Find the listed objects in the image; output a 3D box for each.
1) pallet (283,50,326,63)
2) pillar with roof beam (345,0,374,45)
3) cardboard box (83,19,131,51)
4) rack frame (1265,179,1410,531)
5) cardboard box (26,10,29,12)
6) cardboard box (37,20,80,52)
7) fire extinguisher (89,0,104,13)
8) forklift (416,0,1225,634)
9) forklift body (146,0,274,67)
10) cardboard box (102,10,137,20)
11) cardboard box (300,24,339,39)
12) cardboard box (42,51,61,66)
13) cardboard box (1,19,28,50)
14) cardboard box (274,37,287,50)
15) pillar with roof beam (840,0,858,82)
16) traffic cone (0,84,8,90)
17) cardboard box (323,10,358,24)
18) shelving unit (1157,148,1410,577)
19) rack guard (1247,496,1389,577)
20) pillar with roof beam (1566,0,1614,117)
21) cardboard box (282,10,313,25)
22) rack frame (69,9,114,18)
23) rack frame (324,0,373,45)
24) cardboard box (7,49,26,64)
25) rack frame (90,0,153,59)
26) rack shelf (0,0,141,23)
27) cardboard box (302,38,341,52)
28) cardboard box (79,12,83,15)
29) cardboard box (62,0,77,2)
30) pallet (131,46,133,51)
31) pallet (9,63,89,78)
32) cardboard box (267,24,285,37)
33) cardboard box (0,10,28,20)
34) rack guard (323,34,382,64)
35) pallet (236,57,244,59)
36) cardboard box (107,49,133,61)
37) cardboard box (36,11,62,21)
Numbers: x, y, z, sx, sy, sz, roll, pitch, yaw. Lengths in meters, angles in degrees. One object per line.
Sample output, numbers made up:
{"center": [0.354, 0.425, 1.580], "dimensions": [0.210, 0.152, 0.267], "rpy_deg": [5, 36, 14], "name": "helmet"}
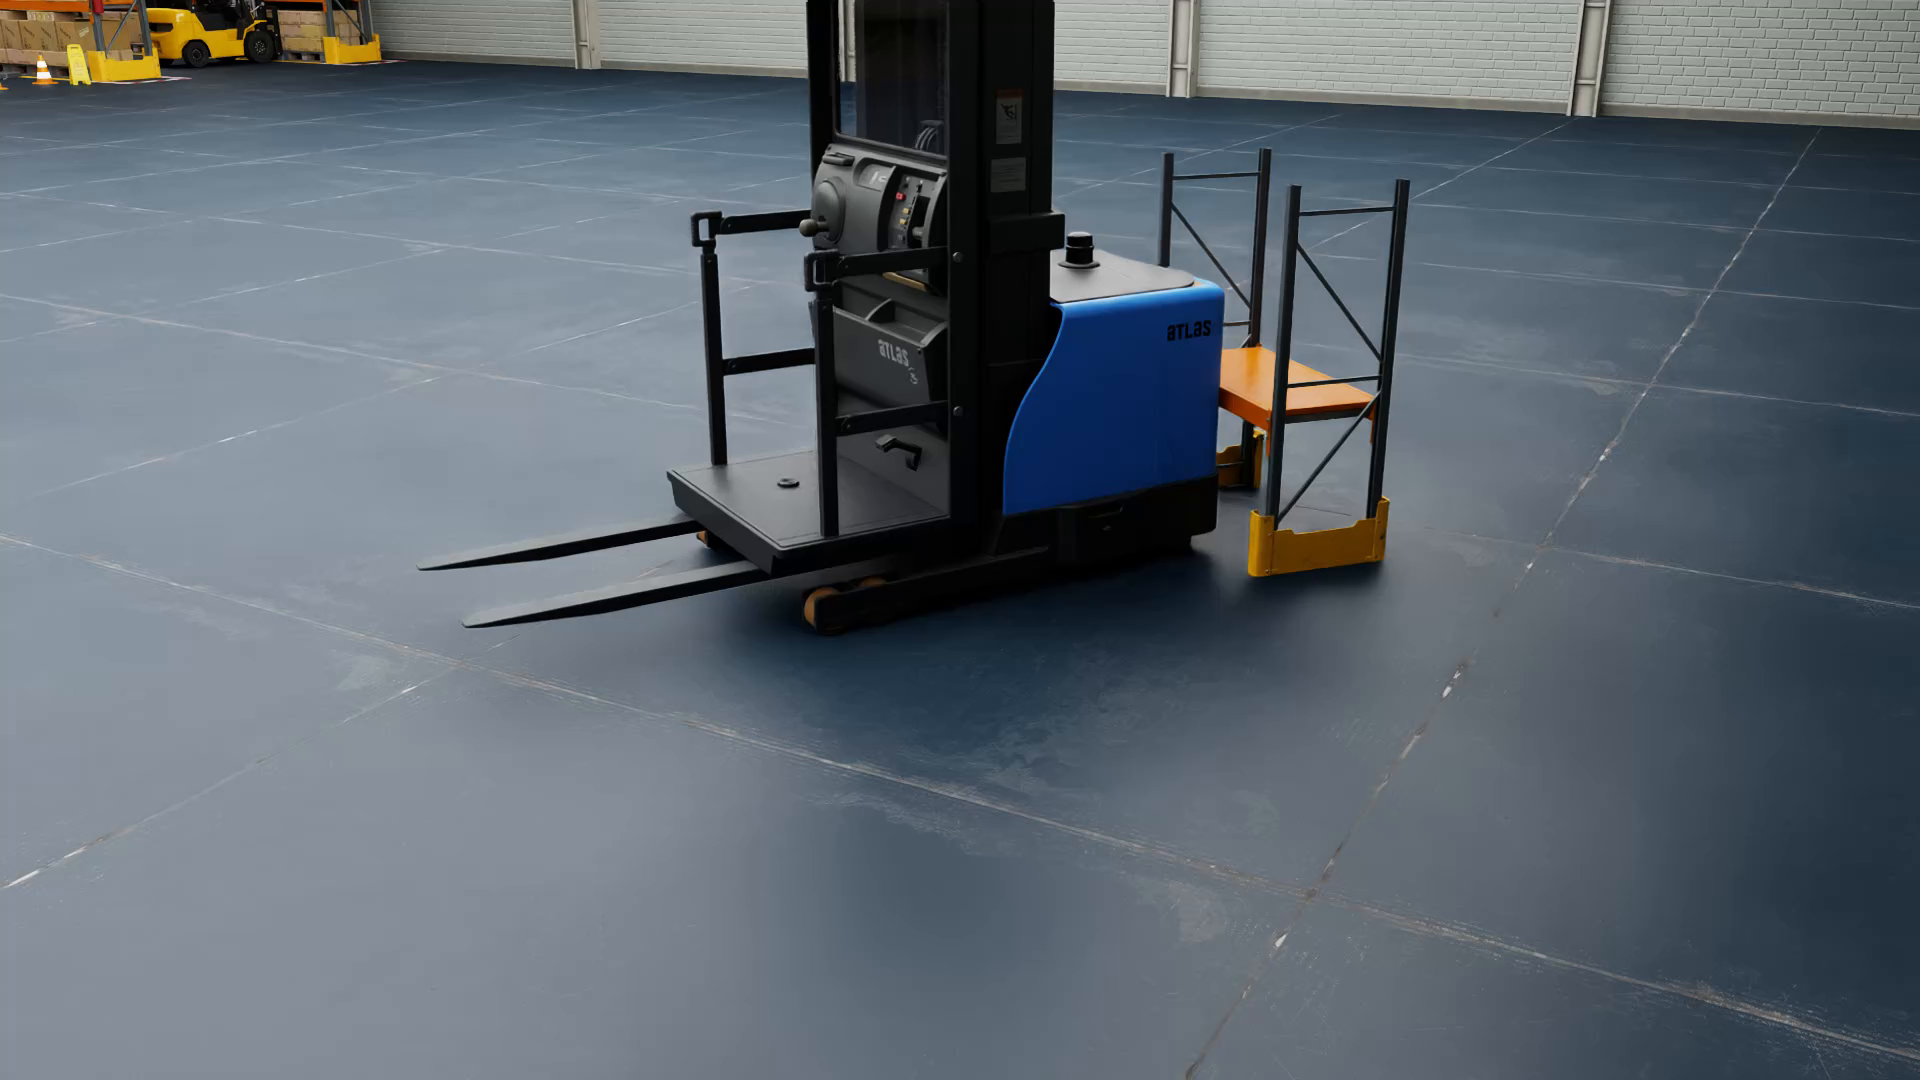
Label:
{"center": [-12.780, -9.746, 33.423], "dimensions": [1.213, 0.211, 1.003], "rpy_deg": [11, 23, 27], "name": "pallet"}
{"center": [-14.360, -12.865, 29.134], "dimensions": [0.400, 9.000, 9.100], "rpy_deg": [11, 23, 27], "name": "pillar with roof beam"}
{"center": [-15.100, -8.941, 29.432], "dimensions": [0.500, 0.500, 0.500], "rpy_deg": [10, 22, 26], "name": "cardboard box"}
{"center": [1.418, -0.599, 6.316], "dimensions": [0.500, 1.500, 0.032], "rpy_deg": [-7, 21, -18], "name": "rack frame"}
{"center": [-20.775, -11.835, 37.192], "dimensions": [0.250, 0.149, 0.380], "rpy_deg": [10, 22, 25], "name": "cardboard box"}
{"center": [-15.793, -8.862, 29.215], "dimensions": [0.500, 0.500, 0.500], "rpy_deg": [12, 23, 29], "name": "cardboard box"}
{"center": [-14.634, -9.271, 28.138], "dimensions": [0.183, 0.674, 0.296], "rpy_deg": [11, 23, 27], "name": "fire extinguisher"}
{"center": [-0.484, -1.246, 6.002], "dimensions": [3.031, 2.935, 1.130], "rpy_deg": [-11, 23, -29], "name": "forklift"}
{"center": [-14.637, -10.315, 32.148], "dimensions": [1.214, 2.155, 2.313], "rpy_deg": [11, 23, 27], "name": "forklift body"}
{"center": [-17.964, -11.139, 36.042], "dimensions": [0.625, 0.625, 0.875], "rpy_deg": [12, 23, 29], "name": "cardboard box"}
{"center": [-12.669, -10.070, 32.910], "dimensions": [0.500, 0.250, 0.500], "rpy_deg": [10, 22, 27], "name": "cardboard box"}
{"center": [-15.795, -8.511, 29.347], "dimensions": [0.500, 0.250, 0.500], "rpy_deg": [11, 23, 27], "name": "cardboard box"}
{"center": [-16.693, -9.035, 29.692], "dimensions": [0.500, 0.500, 0.500], "rpy_deg": [12, 23, 30], "name": "cardboard box"}
{"center": [-13.518, -10.002, 33.457], "dimensions": [0.500, 0.250, 0.500], "rpy_deg": [11, 23, 28], "name": "cardboard box"}
{"center": [-3.884, -10.869, 23.632], "dimensions": [0.400, 9.000, 9.100], "rpy_deg": [11, 23, 27], "name": "pillar with roof beam"}
{"center": [-15.758, -7.572, 27.060], "dimensions": [0.334, 0.463, 0.336], "rpy_deg": [11, 23, 27], "name": "traffic cone"}
{"center": [-12.419, -10.453, 33.233], "dimensions": [0.500, 0.250, 0.500], "rpy_deg": [10, 22, 26], "name": "cardboard box"}
{"center": [1.244, -0.765, 6.774], "dimensions": [0.587, 1.500, 1.083], "rpy_deg": [-7, 21, -18], "name": "shelving unit"}
{"center": [1.411, -0.017, 6.547], "dimensions": [0.587, 0.250, 0.087], "rpy_deg": [-7, 21, -18], "name": "rack guard"}
{"center": [6.593, -8.873, 18.131], "dimensions": [0.400, 9.000, 9.100], "rpy_deg": [11, 23, 27], "name": "pillar with roof beam"}
{"center": [-13.095, -10.384, 33.042], "dimensions": [0.500, 0.250, 0.500], "rpy_deg": [11, 23, 28], "name": "cardboard box"}
{"center": [-19.076, -12.272, 36.299], "dimensions": [0.127, 3.000, 1.000], "rpy_deg": [11, 23, 27], "name": "rack frame"}
{"center": [-12.092, -10.942, 32.631], "dimensions": [0.127, 3.000, 1.000], "rpy_deg": [11, 23, 27], "name": "rack frame"}
{"center": [-16.682, -8.682, 29.818], "dimensions": [0.500, 0.250, 0.500], "rpy_deg": [10, 22, 27], "name": "cardboard box"}
{"center": [-14.509, -9.464, 28.556], "dimensions": [0.127, 3.000, 1.000], "rpy_deg": [11, 23, 27], "name": "rack frame"}
{"center": [-16.255, -9.458, 29.595], "dimensions": [4.000, 0.370, 1.077], "rpy_deg": [11, 23, 27], "name": "rack shelf"}
{"center": [-12.656, -9.831, 32.984], "dimensions": [0.500, 0.250, 0.500], "rpy_deg": [11, 23, 28], "name": "cardboard box"}
{"center": [-19.379, -11.779, 37.038], "dimensions": [0.250, 0.149, 0.380], "rpy_deg": [12, 23, 30], "name": "cardboard box"}
{"center": [-15.216, -9.353, 28.619], "dimensions": [0.250, 0.149, 0.380], "rpy_deg": [10, 22, 27], "name": "cardboard box"}
{"center": [-18.376, -10.813, 36.365], "dimensions": [1.213, 0.211, 1.003], "rpy_deg": [11, 23, 27], "name": "pallet"}
{"center": [-16.329, -8.514, 30.028], "dimensions": [1.213, 0.211, 1.003], "rpy_deg": [11, 23, 27], "name": "pallet"}
{"center": [-13.563, -10.236, 33.368], "dimensions": [0.500, 0.250, 0.500], "rpy_deg": [10, 22, 26], "name": "cardboard box"}
{"center": [-16.852, -9.345, 29.594], "dimensions": [0.250, 0.149, 0.380], "rpy_deg": [12, 23, 30], "name": "cardboard box"}
{"center": [-12.071, -9.763, 33.046], "dimensions": [0.348, 0.500, 1.175], "rpy_deg": [11, 23, 27], "name": "rack guard"}
{"center": [-14.910, -10.152, 34.541], "dimensions": [1.213, 0.211, 1.003], "rpy_deg": [11, 23, 27], "name": "pallet"}
{"center": [-15.079, -8.585, 29.550], "dimensions": [0.500, 0.250, 0.500], "rpy_deg": [11, 22, 27], "name": "cardboard box"}
{"center": [-15.907, -9.165, 29.099], "dimensions": [0.250, 0.149, 0.380], "rpy_deg": [11, 23, 28], "name": "cardboard box"}
